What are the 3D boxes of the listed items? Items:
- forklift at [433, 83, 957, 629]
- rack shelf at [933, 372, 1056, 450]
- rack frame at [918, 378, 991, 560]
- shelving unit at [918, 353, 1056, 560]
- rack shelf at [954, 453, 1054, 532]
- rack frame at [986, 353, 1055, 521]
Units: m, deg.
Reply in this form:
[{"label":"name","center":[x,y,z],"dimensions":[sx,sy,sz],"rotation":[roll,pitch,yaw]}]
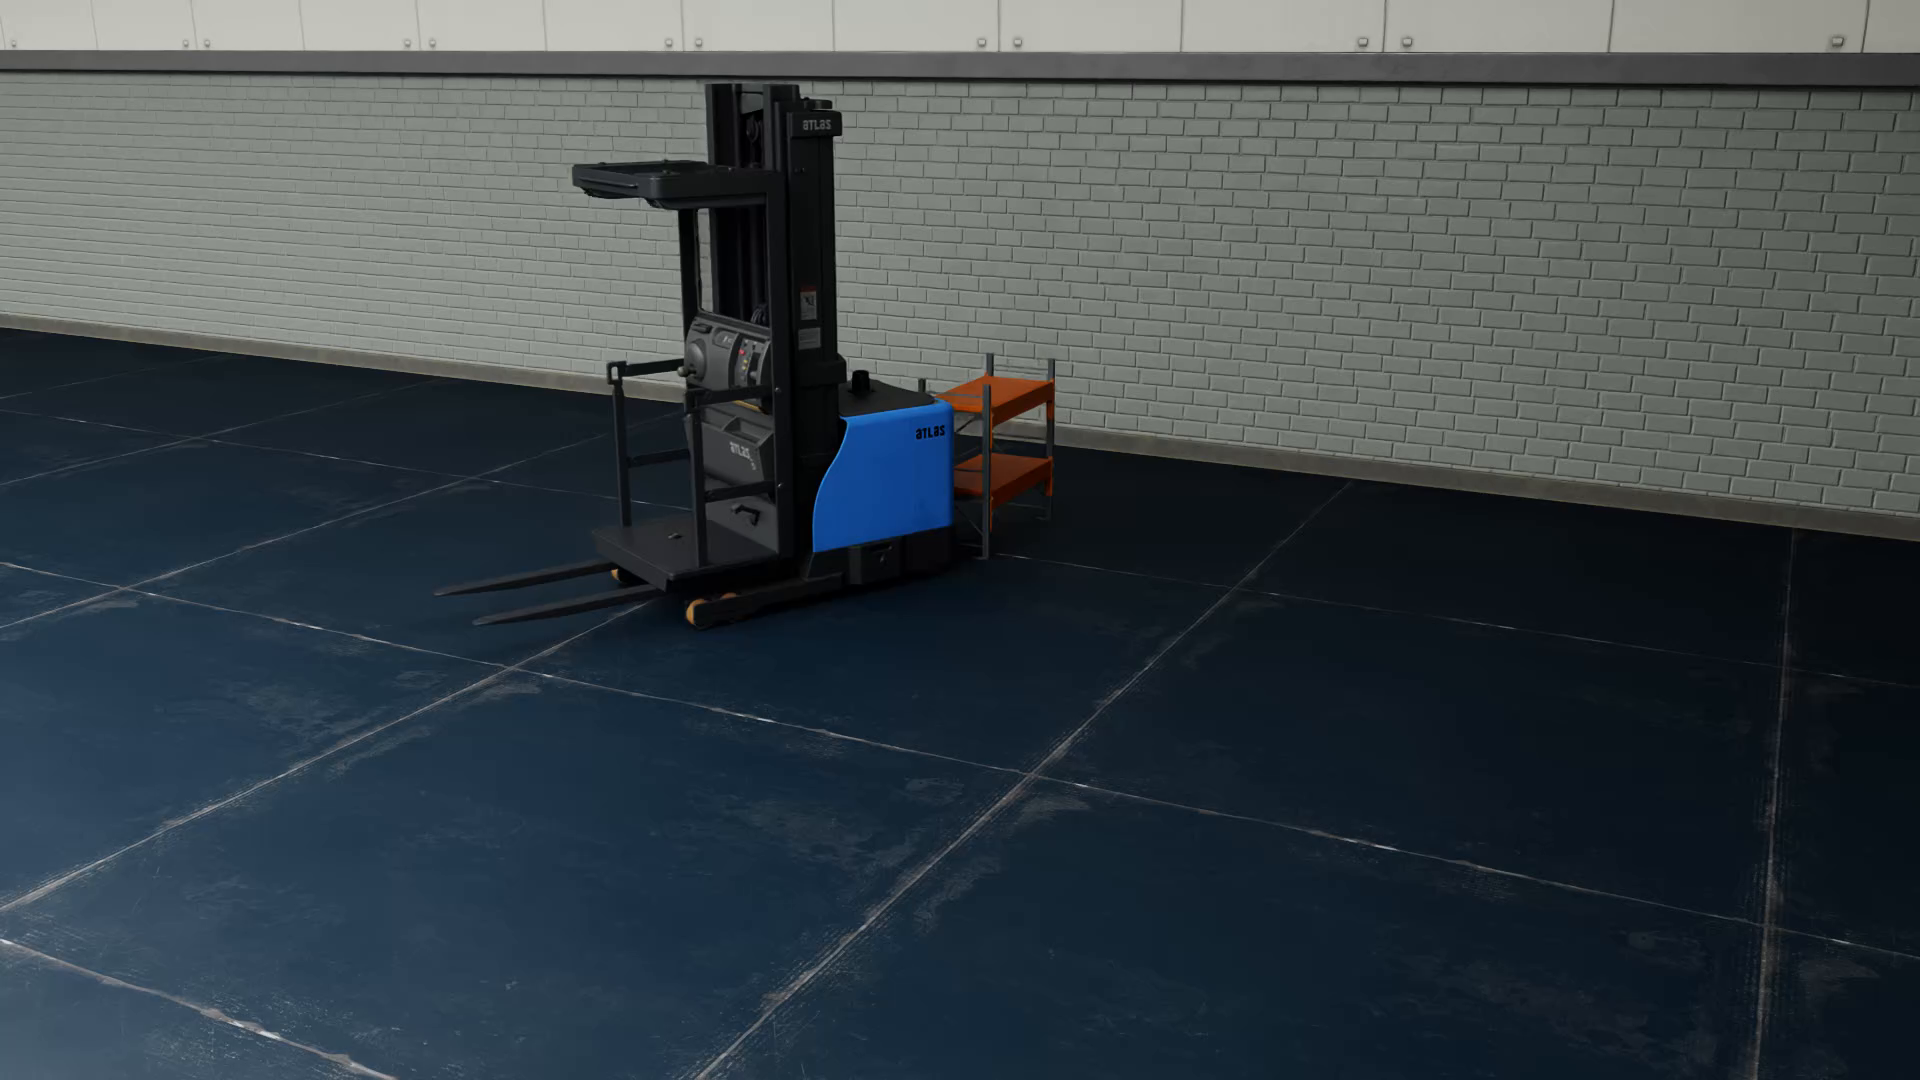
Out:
[{"label":"forklift","center":[-1.514,-1.076,9.498],"dimensions":[3.031,2.935,1.130],"rotation":[-12,20,-34]},{"label":"rack shelf","center":[0.186,-0.859,10.912],"dimensions":[0.538,0.278,1.000],"rotation":[8,18,25]},{"label":"rack frame","center":[-0.037,-0.448,10.557],"dimensions":[0.500,1.125,0.032],"rotation":[8,18,25]},{"label":"shelving unit","center":[0.186,-0.578,10.995],"dimensions":[0.538,1.125,1.048],"rotation":[8,18,25]},{"label":"rack shelf","center":[0.186,-0.344,11.065],"dimensions":[0.538,0.278,1.000],"rotation":[8,18,25]},{"label":"rack frame","center":[0.410,-0.708,11.433],"dimensions":[0.500,1.125,0.032],"rotation":[8,18,25]}]
